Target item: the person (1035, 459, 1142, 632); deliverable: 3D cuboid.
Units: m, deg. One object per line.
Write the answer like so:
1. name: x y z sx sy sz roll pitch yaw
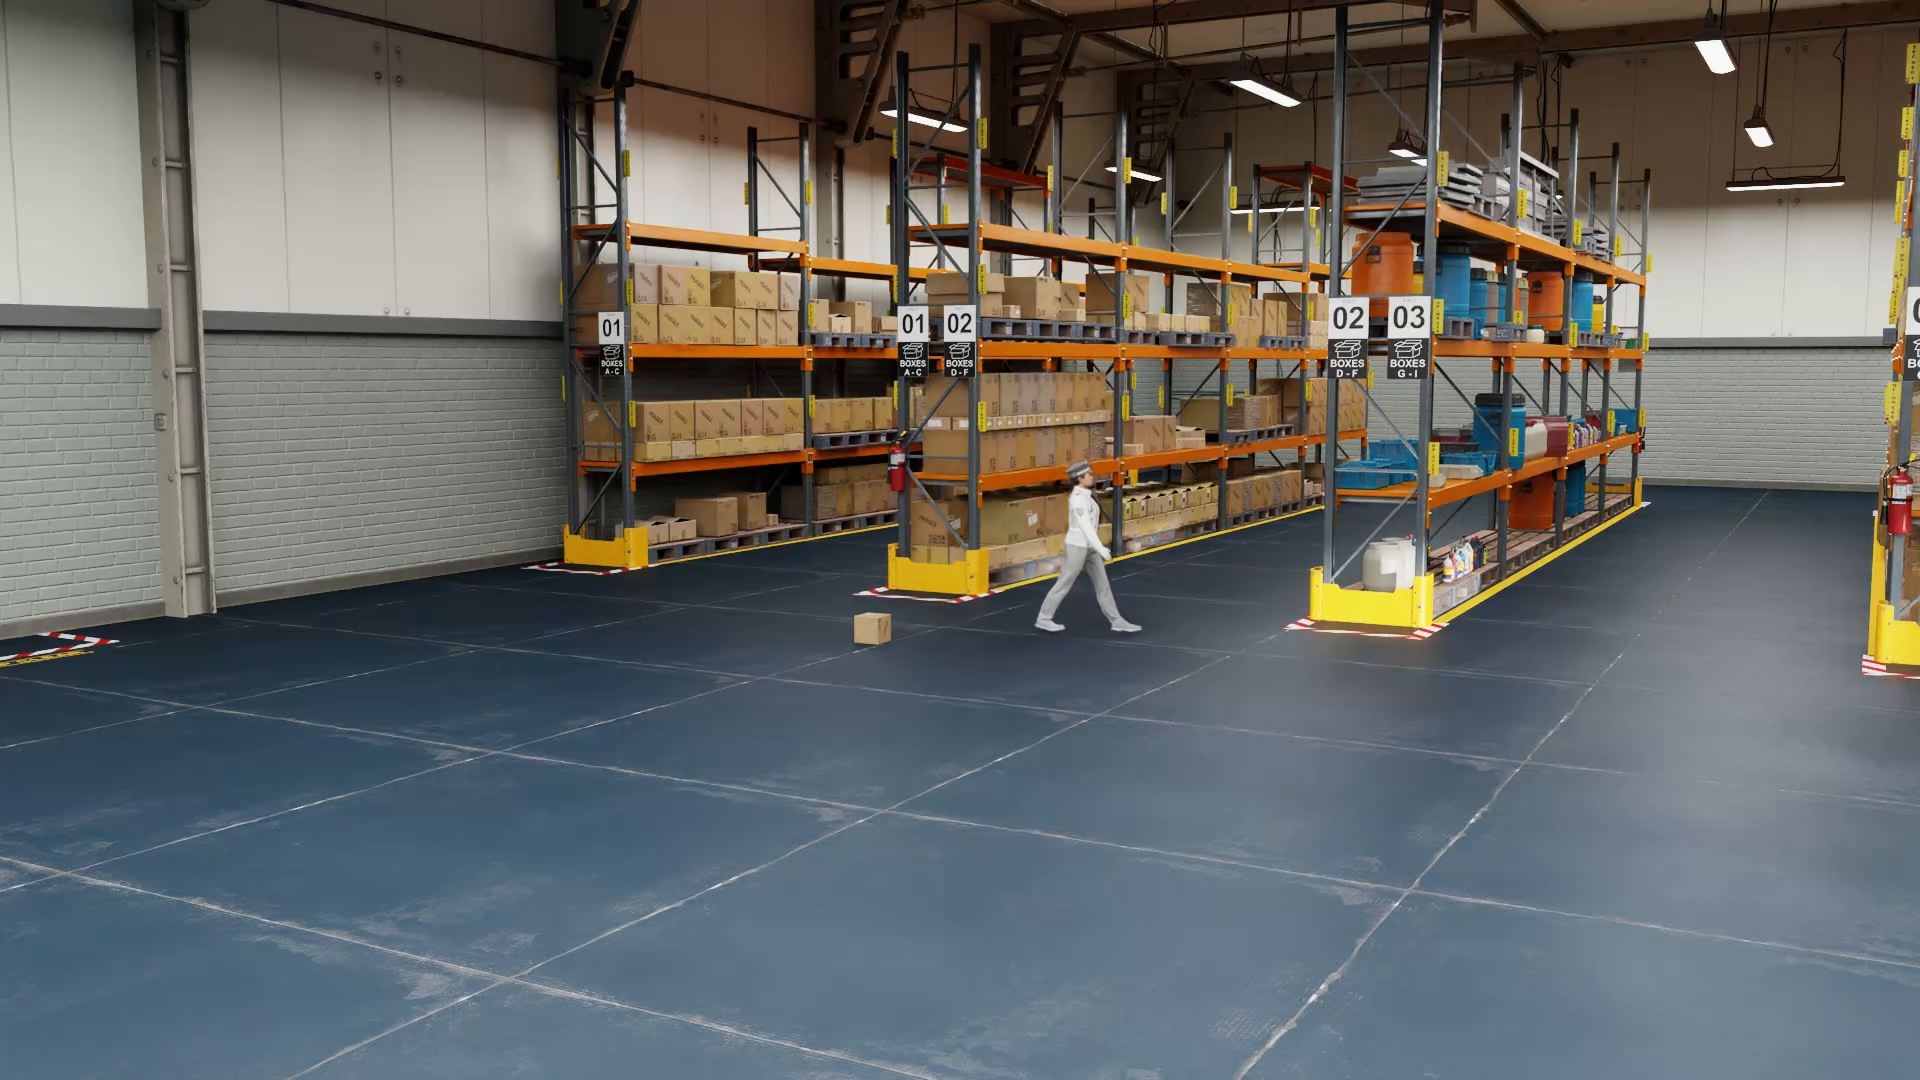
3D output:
1. person: 1.202 0.057 15.574 0.990 1.630 0.478 1 6 13
